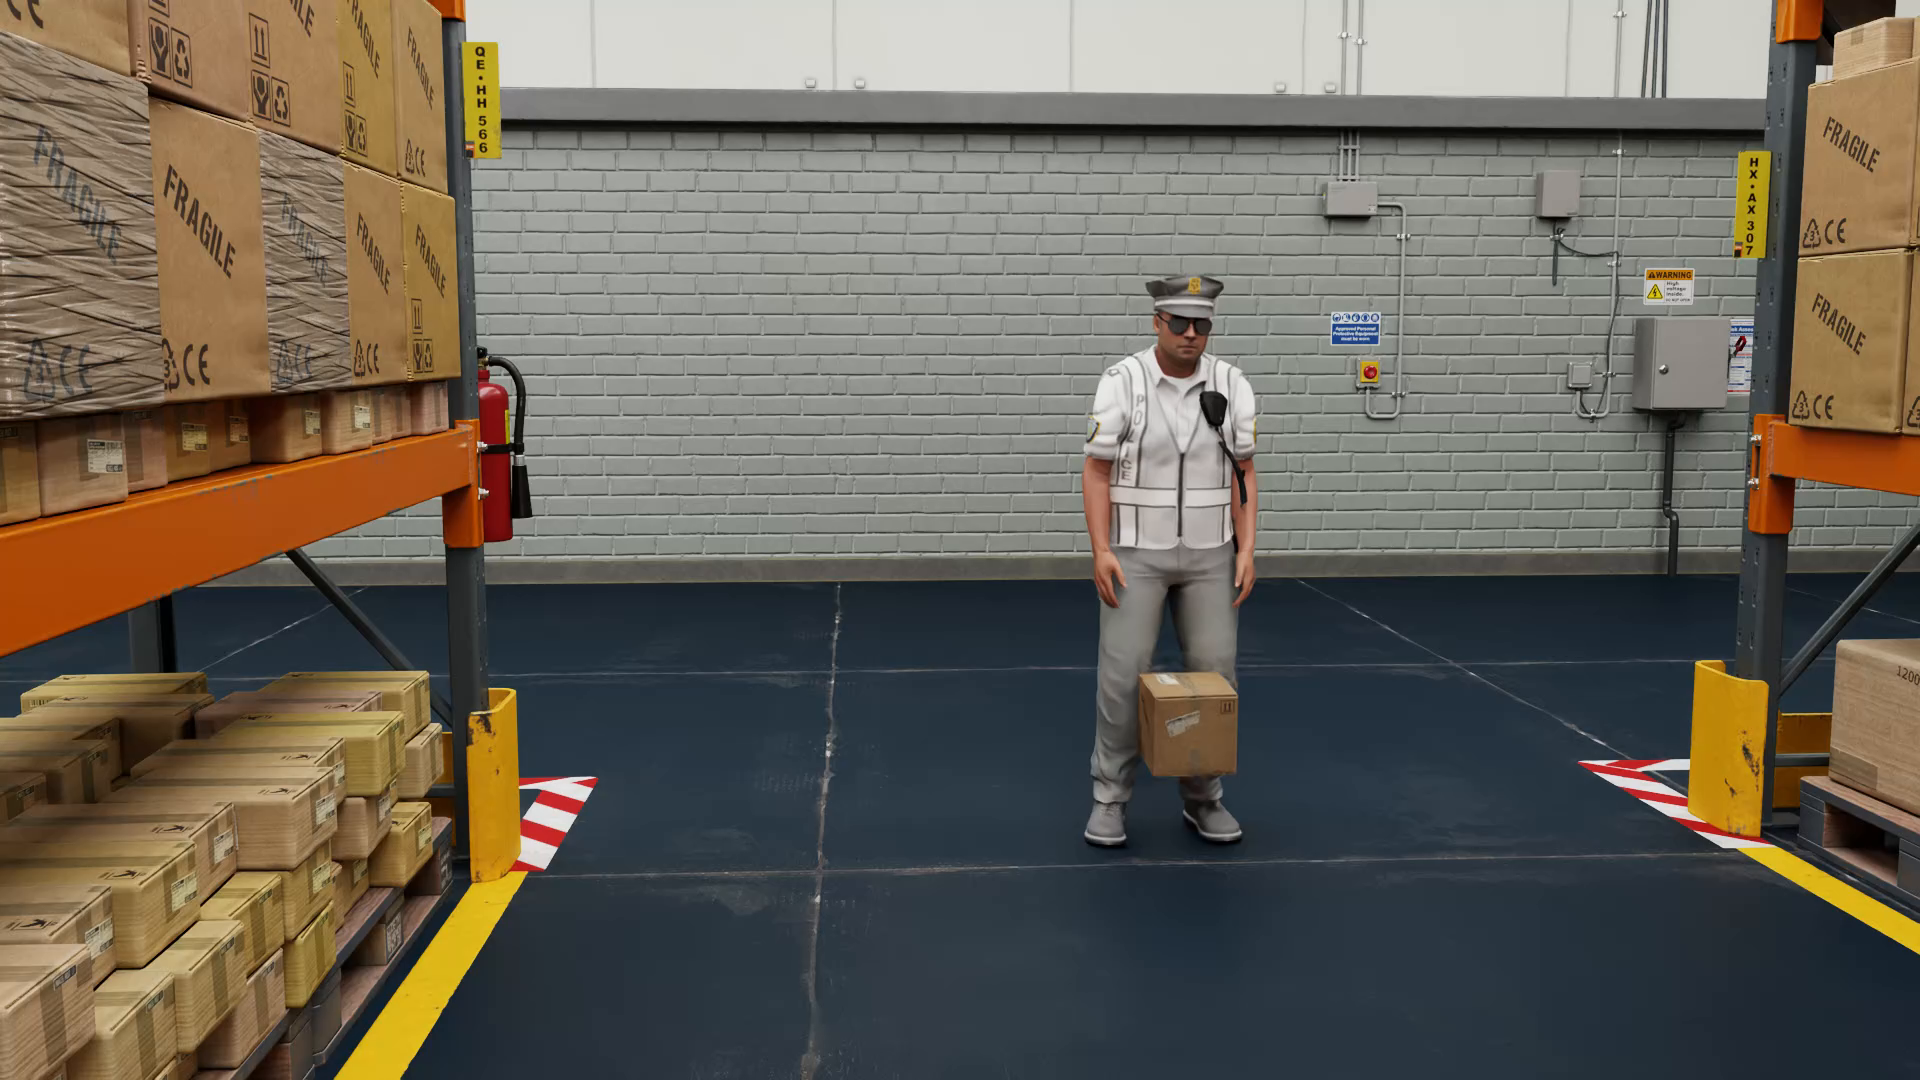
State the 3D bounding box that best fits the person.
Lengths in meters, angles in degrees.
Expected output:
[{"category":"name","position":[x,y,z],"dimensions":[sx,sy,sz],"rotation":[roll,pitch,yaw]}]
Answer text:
[{"category":"person","position":[0.660,0.054,5.241],"dimensions":[0.566,1.752,0.434],"rotation":[-1,7,-5]}]
